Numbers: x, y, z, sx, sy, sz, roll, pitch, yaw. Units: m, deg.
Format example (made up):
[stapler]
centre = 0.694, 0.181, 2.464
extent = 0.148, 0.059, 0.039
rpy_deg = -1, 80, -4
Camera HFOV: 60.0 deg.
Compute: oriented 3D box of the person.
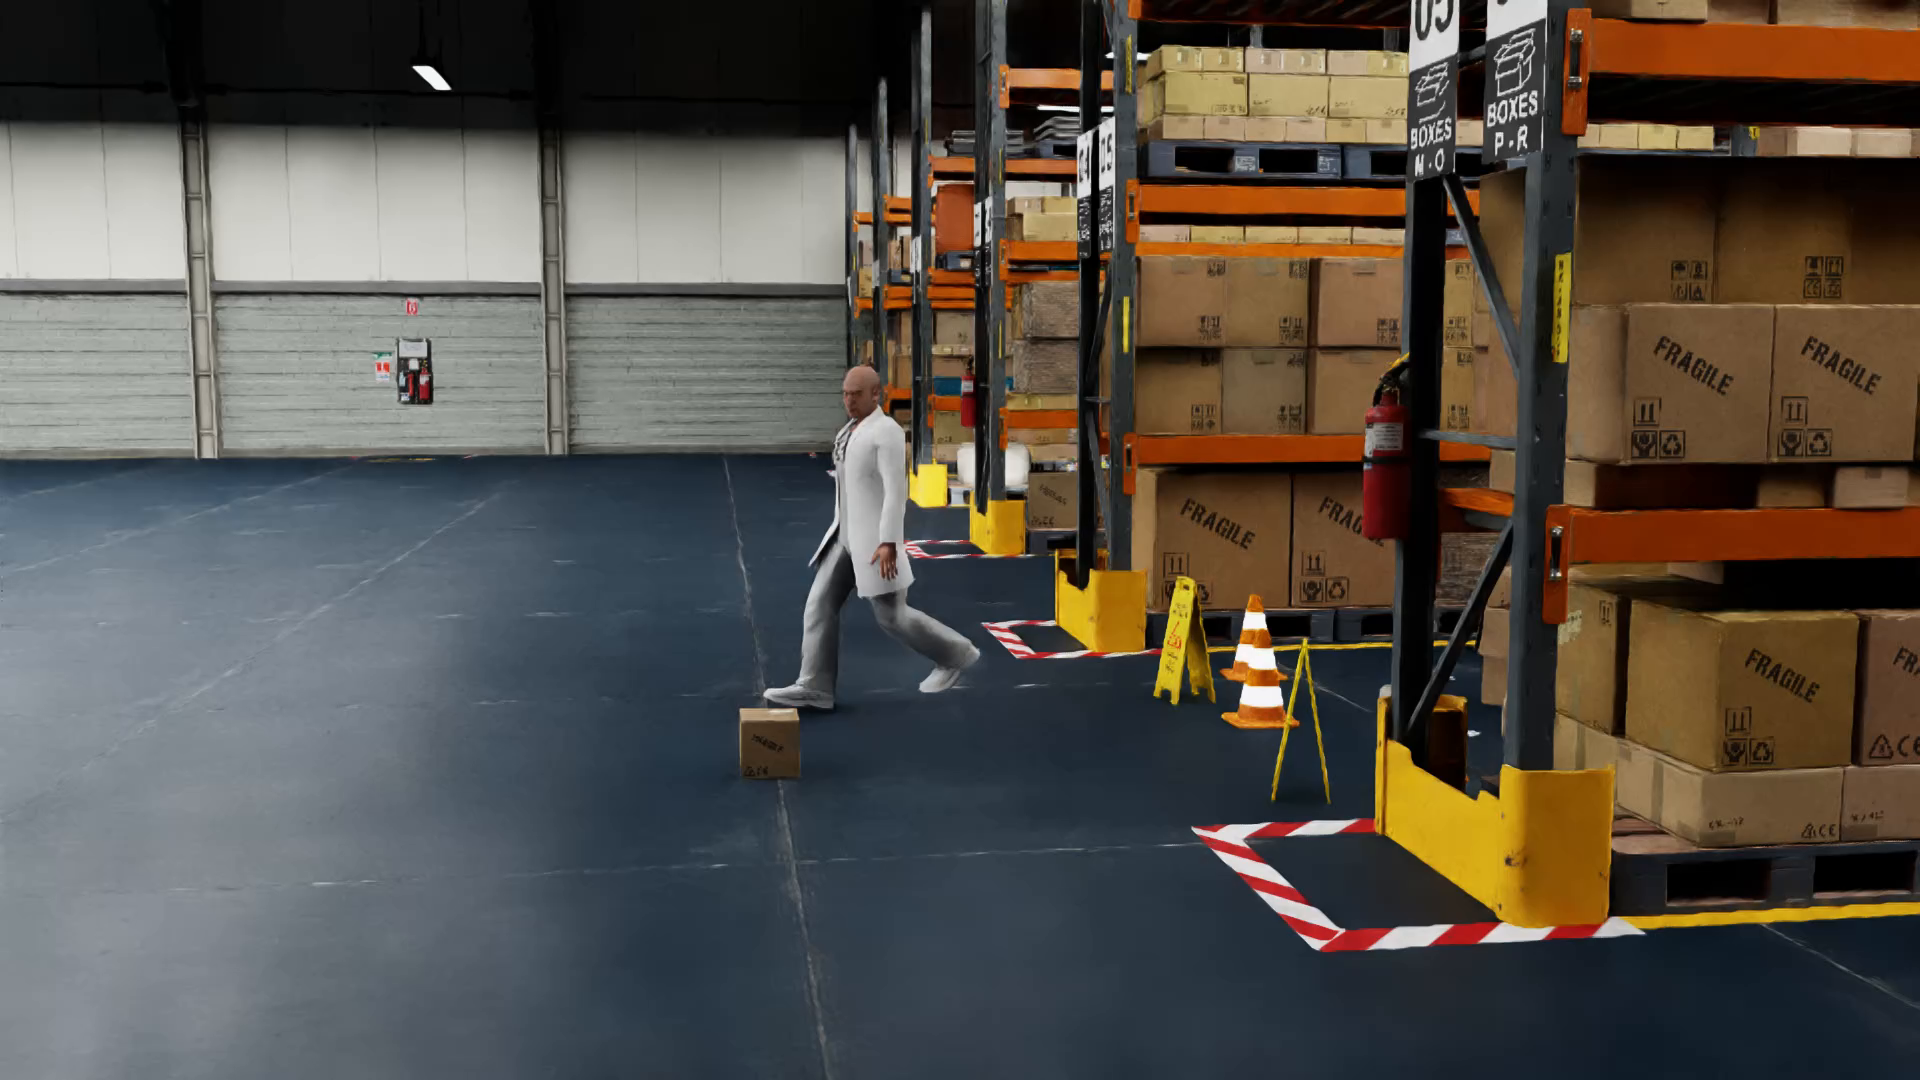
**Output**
[person]
centre = -0.434, -0.012, 8.401
extent = 1.094, 1.735, 0.666
rpy_deg = -4, 7, -32
